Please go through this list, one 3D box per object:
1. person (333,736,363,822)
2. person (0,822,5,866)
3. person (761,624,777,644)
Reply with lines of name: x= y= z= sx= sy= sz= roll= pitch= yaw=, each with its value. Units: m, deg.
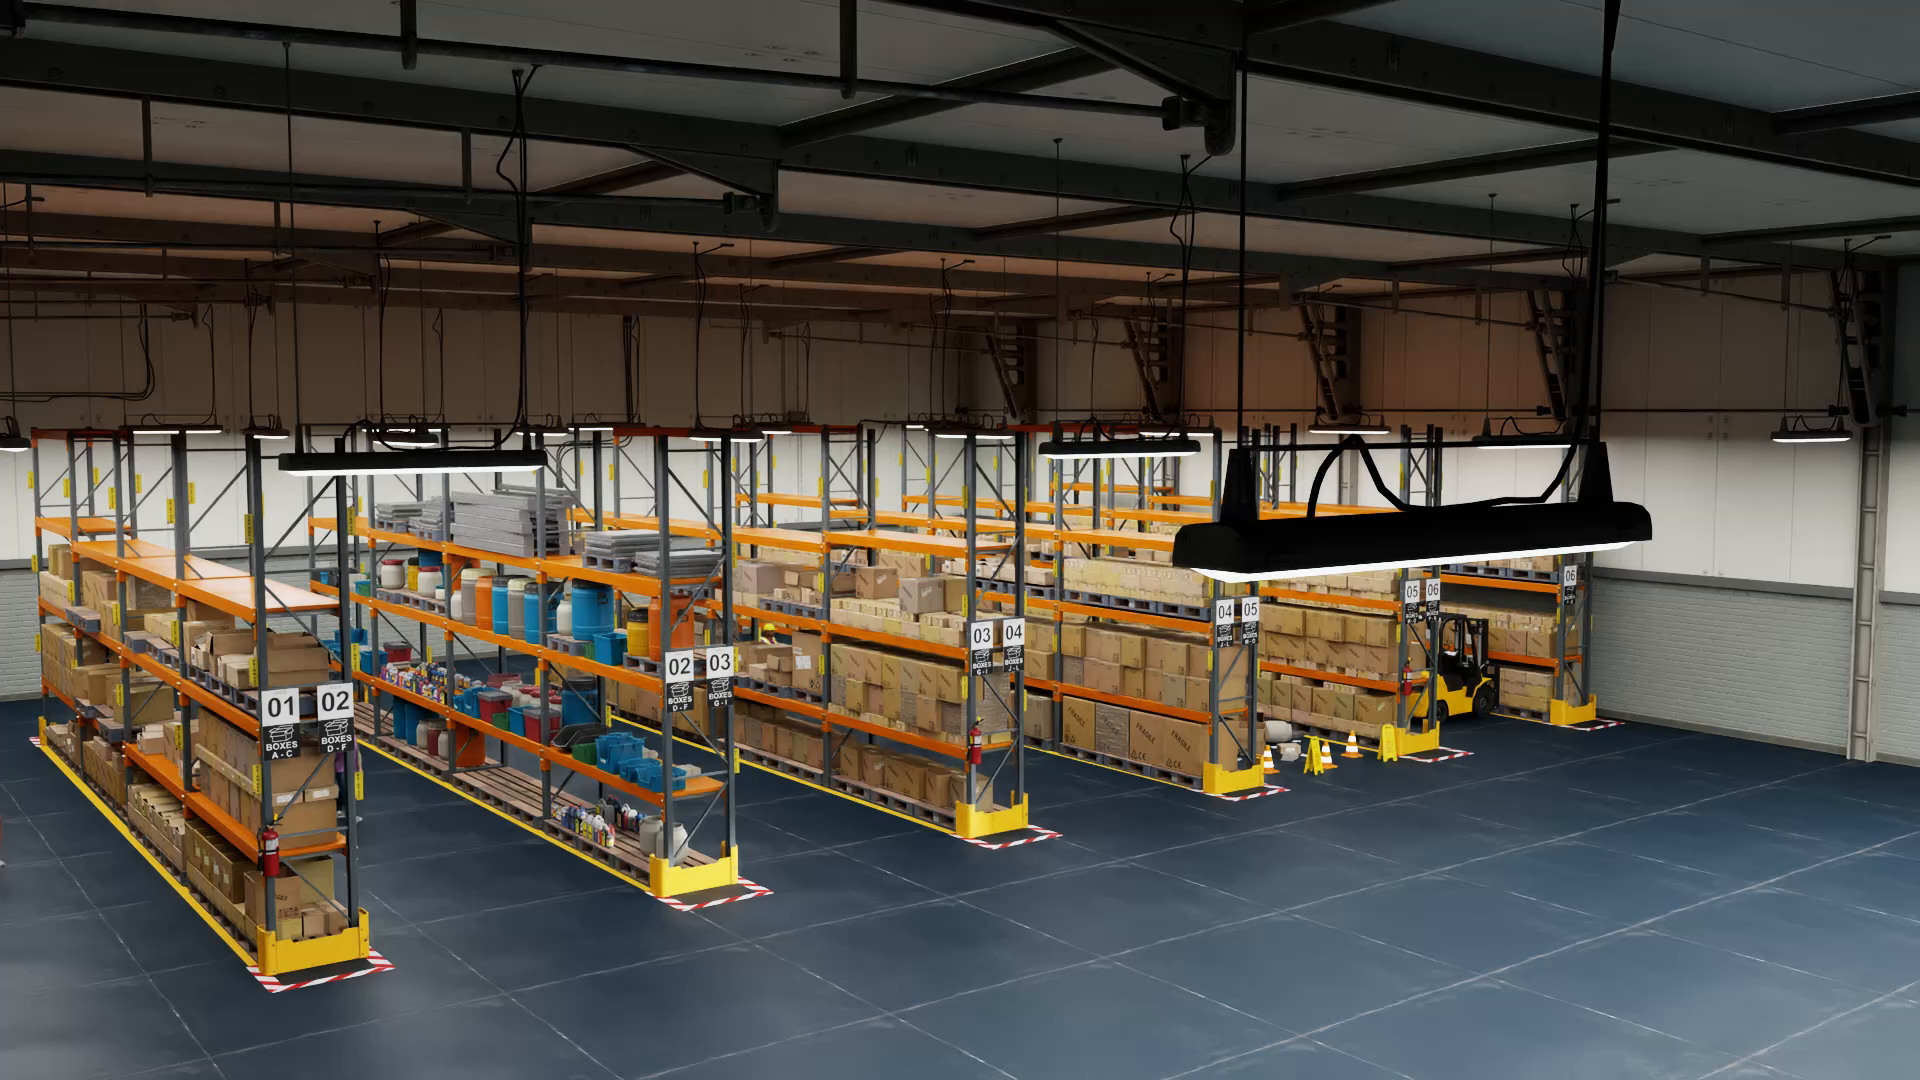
person: x=-9.362 y=3.539 z=25.460 sx=0.986 sy=1.541 sz=0.442 roll=3 pitch=5 yaw=31
person: x=-13.343 y=3.712 z=22.673 sx=0.505 sy=1.658 sz=0.457 roll=-2 pitch=5 yaw=-24
person: x=-3.941 y=2.686 z=35.425 sx=0.732 sy=1.767 sz=0.594 roll=3 pitch=6 yaw=37
